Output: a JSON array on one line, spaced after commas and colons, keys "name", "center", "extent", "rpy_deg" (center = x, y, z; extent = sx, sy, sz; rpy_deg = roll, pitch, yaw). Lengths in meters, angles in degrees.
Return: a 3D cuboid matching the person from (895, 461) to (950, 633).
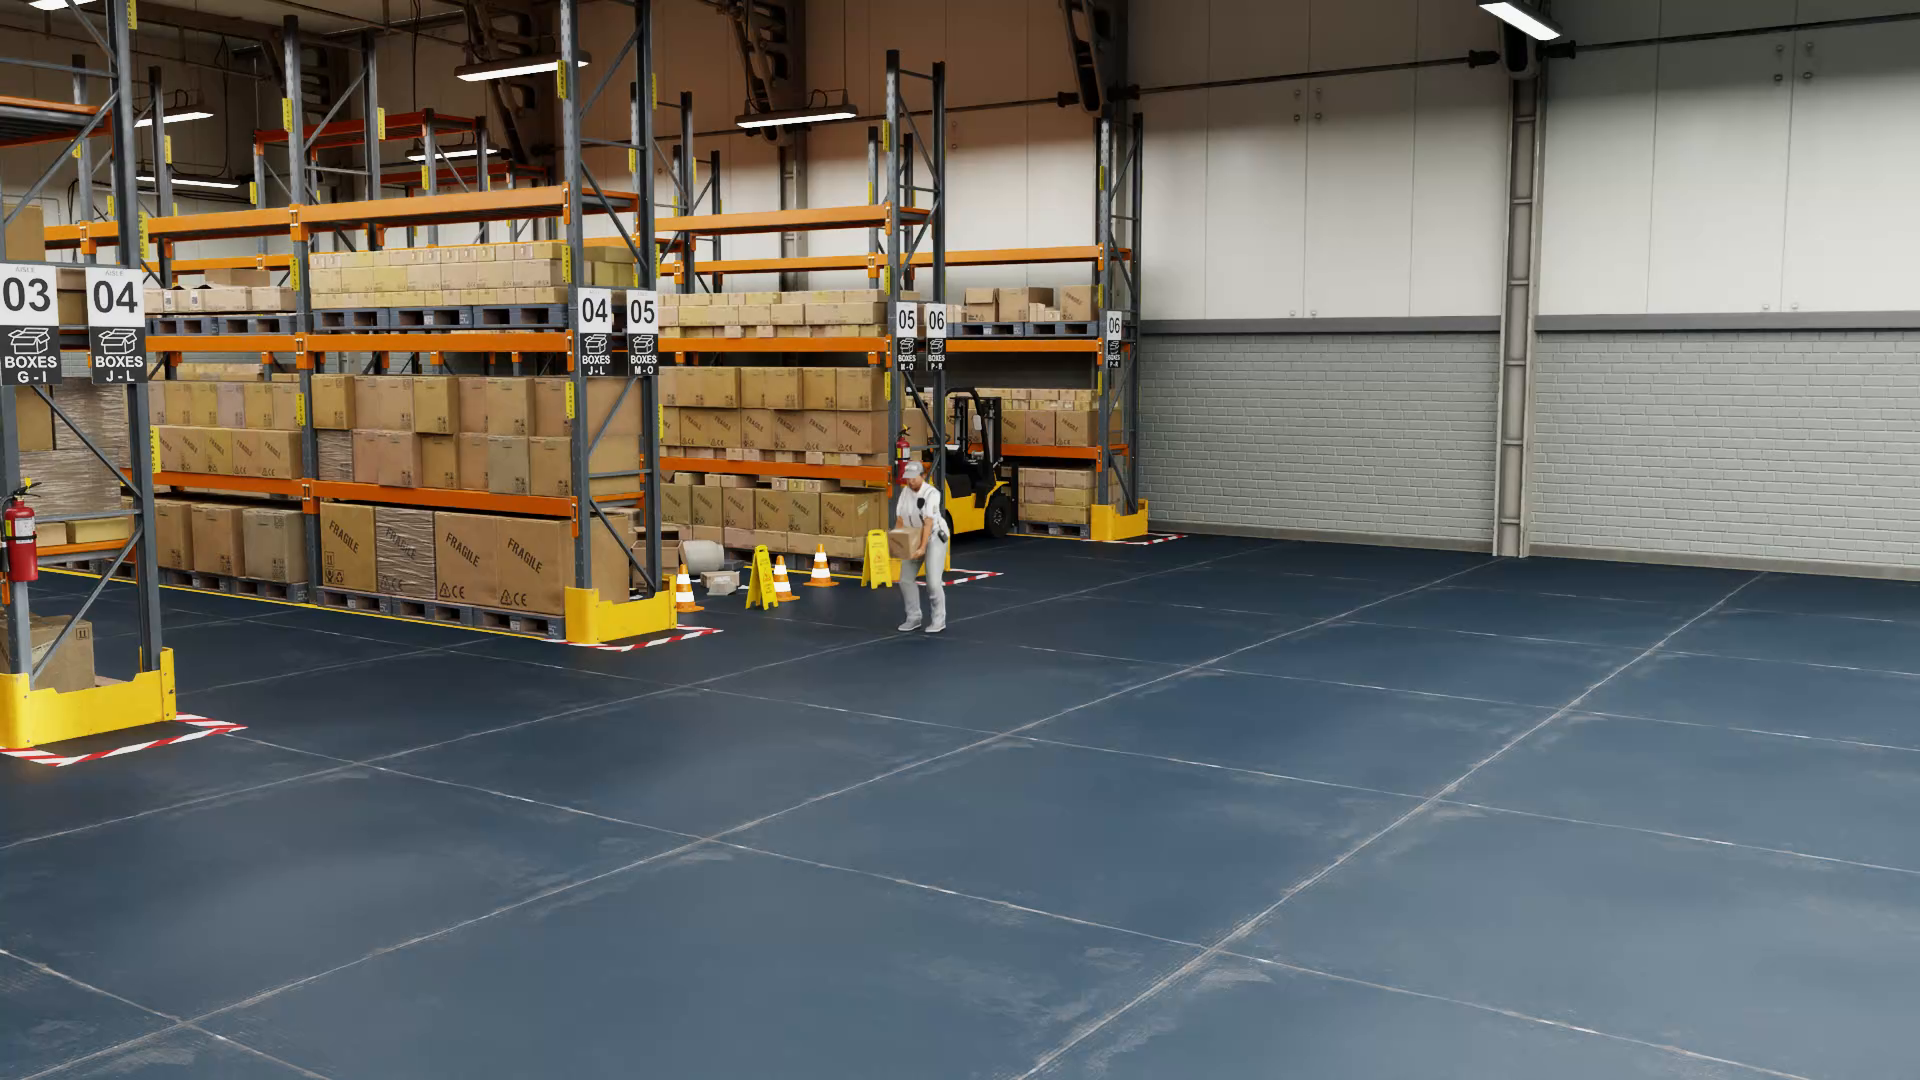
[{"name": "person", "center": [-0.373, 0.059, 15.710], "extent": [0.452, 1.623, 0.593], "rpy_deg": [4, 8, 32]}]
